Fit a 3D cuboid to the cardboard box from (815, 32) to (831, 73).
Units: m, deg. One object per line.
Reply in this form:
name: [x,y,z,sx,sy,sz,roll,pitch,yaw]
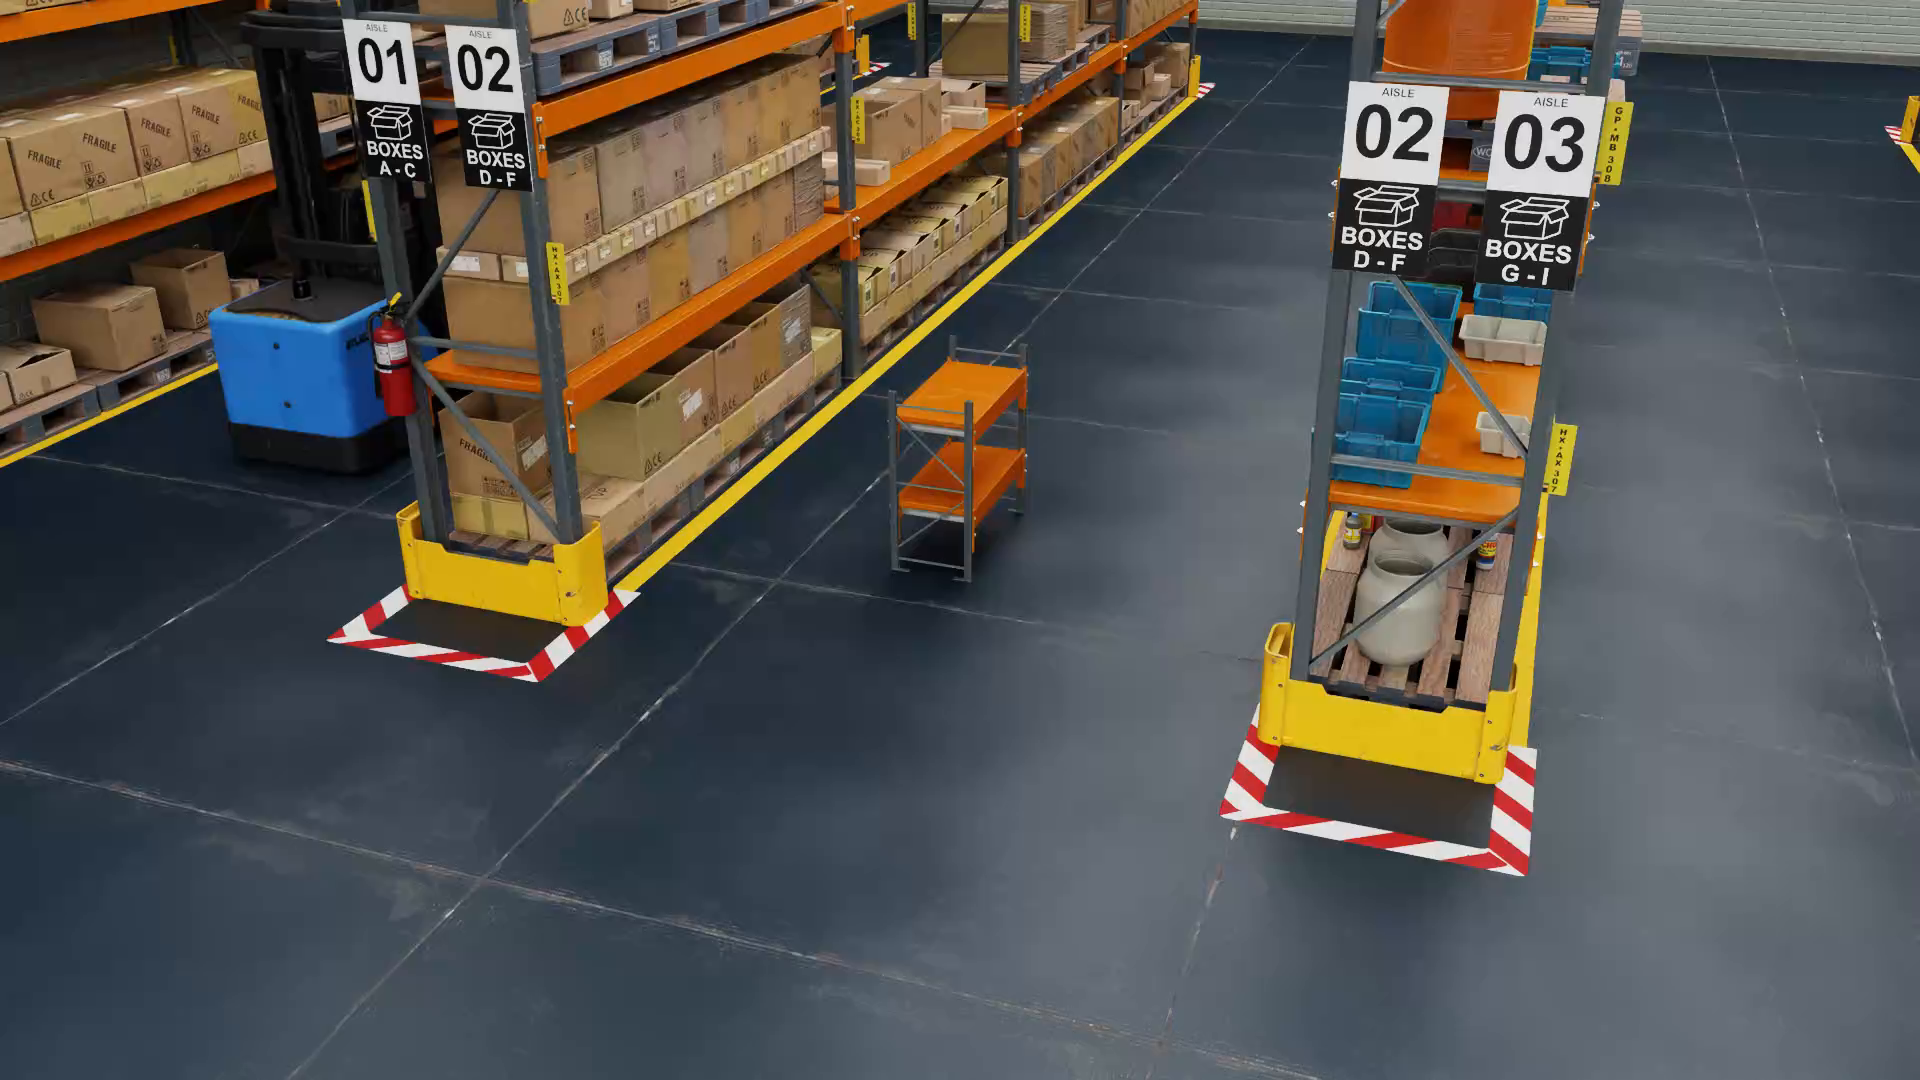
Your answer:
cardboard box: [-2.242,-6.873,23.390,0.700,0.500,0.500,9,27,17]

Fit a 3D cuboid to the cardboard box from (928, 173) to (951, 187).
cardboard box: [-0.378,-3.344,15.744,0.500,0.311,0.500,10,27,19]

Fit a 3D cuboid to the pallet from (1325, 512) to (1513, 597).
pallet: [2.745,0.079,9.844,1.003,0.211,1.213,9,27,17]

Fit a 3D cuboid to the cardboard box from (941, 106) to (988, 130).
cardboard box: [0.035,-3.790,14.924,0.380,0.149,0.250,9,27,17]

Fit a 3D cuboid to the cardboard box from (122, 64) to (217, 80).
cardboard box: [-6.284,-3.502,13.329,0.500,0.500,0.500,8,27,16]

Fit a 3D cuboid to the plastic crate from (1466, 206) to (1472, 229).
plastic crate: [3.486,-2.440,11.866,0.392,0.384,0.575,9,27,17]

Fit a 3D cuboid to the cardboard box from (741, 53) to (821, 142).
cardboard box: [-1.399,-3.114,11.637,0.700,0.500,0.500,9,27,18]

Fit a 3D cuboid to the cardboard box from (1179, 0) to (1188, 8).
cardboard box: [2.674,-7.208,21.580,0.500,0.500,0.500,9,27,18]

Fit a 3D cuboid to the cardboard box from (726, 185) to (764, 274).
cardboard box: [-1.739,-2.107,11.045,0.700,0.500,0.500,9,27,18]

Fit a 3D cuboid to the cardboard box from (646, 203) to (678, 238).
cardboard box: [-1.913,-1.916,9.907,0.380,0.149,0.250,8,27,16]

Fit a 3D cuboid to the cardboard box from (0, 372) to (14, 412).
cardboard box: [-6.946,-1.001,11.456,0.500,0.311,0.500,6,26,12]

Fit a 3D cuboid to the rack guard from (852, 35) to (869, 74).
rack guard: [-1.929,-7.202,24.551,1.175,0.500,0.348,9,27,17]

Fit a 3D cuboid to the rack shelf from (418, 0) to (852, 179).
rack shelf: [-1.923,-2.873,10.125,1.077,0.370,4.000,9,27,17]

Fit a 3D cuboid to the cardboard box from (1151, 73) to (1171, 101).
cardboard box: [2.443,-5.915,21.676,0.500,0.250,0.500,9,27,17]

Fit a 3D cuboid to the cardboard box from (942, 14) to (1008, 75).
cardboard box: [0.177,-4.822,16.170,0.700,0.500,0.500,0,26,0]

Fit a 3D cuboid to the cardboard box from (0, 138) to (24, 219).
cardboard box: [-6.645,-2.375,11.002,0.500,0.500,0.500,9,27,18]

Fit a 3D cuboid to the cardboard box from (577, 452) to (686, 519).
cardboard box: [-2.037,-0.371,10.247,0.500,0.250,0.500,9,27,17]

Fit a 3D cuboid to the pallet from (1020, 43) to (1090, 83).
pallet: [0.716,-5.026,17.409,1.003,0.211,1.213,9,27,17]

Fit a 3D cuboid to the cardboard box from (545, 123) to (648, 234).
cardboard box: [-2.234,-2.083,9.506,0.700,0.500,0.500,8,27,16]

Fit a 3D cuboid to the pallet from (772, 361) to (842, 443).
pallet: [-1.562,-1.093,12.265,1.003,0.211,1.213,9,27,17]

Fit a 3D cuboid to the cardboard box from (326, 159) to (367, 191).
cardboard box: [-5.558,-3.282,15.090,0.500,0.250,0.500,8,27,16]

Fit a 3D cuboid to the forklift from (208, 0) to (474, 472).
forklift: [-4.000,-2.389,11.820,1.130,2.935,3.031,8,27,17]

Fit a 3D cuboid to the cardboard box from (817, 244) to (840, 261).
cardboard box: [-1.226,-2.295,13.578,0.500,0.311,0.500,10,27,19]

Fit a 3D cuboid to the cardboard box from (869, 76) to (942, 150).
cardboard box: [-0.469,-3.666,14.264,0.500,0.500,0.500,7,27,15]

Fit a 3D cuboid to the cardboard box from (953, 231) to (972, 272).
cardboard box: [-0.210,-2.594,14.838,0.500,0.250,0.500,9,27,19]

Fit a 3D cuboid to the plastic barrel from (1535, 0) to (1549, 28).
plastic barrel: [2.980,-3.320,9.166,0.600,0.901,0.708,9,27,17]

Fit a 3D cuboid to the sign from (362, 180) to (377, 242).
sign: [-3.096,-1.737,8.795,0.100,0.325,0.005,9,27,17]

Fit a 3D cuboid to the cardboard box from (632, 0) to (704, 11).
cardboard box: [-1.778,-3.315,9.455,0.500,0.500,0.500,9,27,17]

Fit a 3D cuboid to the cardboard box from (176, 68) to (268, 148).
cardboard box: [-5.796,-3.425,13.171,0.500,0.500,0.500,9,27,17]

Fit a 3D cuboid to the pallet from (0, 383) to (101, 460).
pallet: [-6.932,-0.847,11.756,1.003,0.211,1.213,9,27,17]

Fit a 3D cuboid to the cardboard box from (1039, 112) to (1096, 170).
cardboard box: [1.171,-4.377,18.212,0.500,0.500,0.500,9,27,18]

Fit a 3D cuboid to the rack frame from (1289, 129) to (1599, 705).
rack frame: [2.081,-0.305,7.438,1.000,3.000,0.127,9,27,17]

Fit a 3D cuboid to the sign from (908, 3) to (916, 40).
sign: [-0.441,-4.873,15.634,0.100,0.325,0.005,9,27,17]

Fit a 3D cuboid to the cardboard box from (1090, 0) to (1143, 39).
cardboard box: [1.831,-6.171,19.439,0.500,0.500,0.500,9,27,19]

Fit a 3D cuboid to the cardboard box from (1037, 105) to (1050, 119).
cardboard box: [0.681,-4.792,18.209,0.500,0.250,0.500,9,27,18]

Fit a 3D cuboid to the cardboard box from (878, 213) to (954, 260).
cardboard box: [-0.375,-2.638,14.287,0.500,0.311,0.500,10,27,19]

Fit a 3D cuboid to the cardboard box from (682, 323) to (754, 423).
cardboard box: [-1.699,-1.118,10.930,0.500,0.500,0.500,9,27,17]

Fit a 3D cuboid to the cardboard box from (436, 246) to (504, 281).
cardboard box: [-2.641,-1.547,9.143,0.380,0.149,0.250,8,27,17]

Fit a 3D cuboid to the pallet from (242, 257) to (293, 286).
pallet: [-5.672,-2.451,15.069,1.003,0.211,1.213,9,27,17]

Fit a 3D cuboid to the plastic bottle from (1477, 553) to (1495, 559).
plastic bottle: [3.013,0.014,9.485,0.097,0.201,0.097,0,26,0]

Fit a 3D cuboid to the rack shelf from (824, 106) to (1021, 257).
rack shelf: [-0.592,-3.167,14.174,1.077,0.370,4.000,9,27,17]

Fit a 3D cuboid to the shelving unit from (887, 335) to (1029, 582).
shelving unit: [0.002,-0.509,10.011,0.538,1.125,1.048,9,27,17]

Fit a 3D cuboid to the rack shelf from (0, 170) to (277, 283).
rack shelf: [-6.596,-2.240,12.260,1.077,0.370,4.000,9,27,17]

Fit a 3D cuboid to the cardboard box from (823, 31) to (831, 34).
cardboard box: [-2.031,-7.186,23.292,0.380,0.149,0.250,9,27,19]

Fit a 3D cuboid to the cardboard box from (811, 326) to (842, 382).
cardboard box: [-1.206,-1.398,12.368,0.500,0.250,0.500,9,27,17]

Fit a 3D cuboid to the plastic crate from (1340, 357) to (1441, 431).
plastic crate: [2.187,-0.753,8.534,0.499,0.251,0.408,9,27,17]

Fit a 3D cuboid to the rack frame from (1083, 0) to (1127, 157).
rack frame: [1.405,-5.956,19.110,1.000,3.000,0.127,9,27,17]

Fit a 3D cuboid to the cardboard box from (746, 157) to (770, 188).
cardboard box: [-1.486,-2.445,10.999,0.380,0.149,0.250,9,27,17]

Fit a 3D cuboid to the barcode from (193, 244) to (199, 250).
barcode: [-6.336,-2.415,13.793,0.001,0.075,0.075,9,27,17]

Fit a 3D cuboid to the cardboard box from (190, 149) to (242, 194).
cardboard box: [-5.976,-2.885,12.915,0.500,0.250,0.500,9,27,18]

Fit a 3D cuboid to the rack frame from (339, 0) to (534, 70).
rack frame: [-2.589,-3.725,7.617,1.000,3.000,0.127,9,27,17]

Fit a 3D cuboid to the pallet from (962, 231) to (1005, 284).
pallet: [-0.237,-2.725,15.636,1.003,0.211,1.213,9,27,17]

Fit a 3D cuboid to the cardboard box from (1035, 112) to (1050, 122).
cardboard box: [0.673,-4.441,18.343,0.500,0.500,0.500,9,27,18]
